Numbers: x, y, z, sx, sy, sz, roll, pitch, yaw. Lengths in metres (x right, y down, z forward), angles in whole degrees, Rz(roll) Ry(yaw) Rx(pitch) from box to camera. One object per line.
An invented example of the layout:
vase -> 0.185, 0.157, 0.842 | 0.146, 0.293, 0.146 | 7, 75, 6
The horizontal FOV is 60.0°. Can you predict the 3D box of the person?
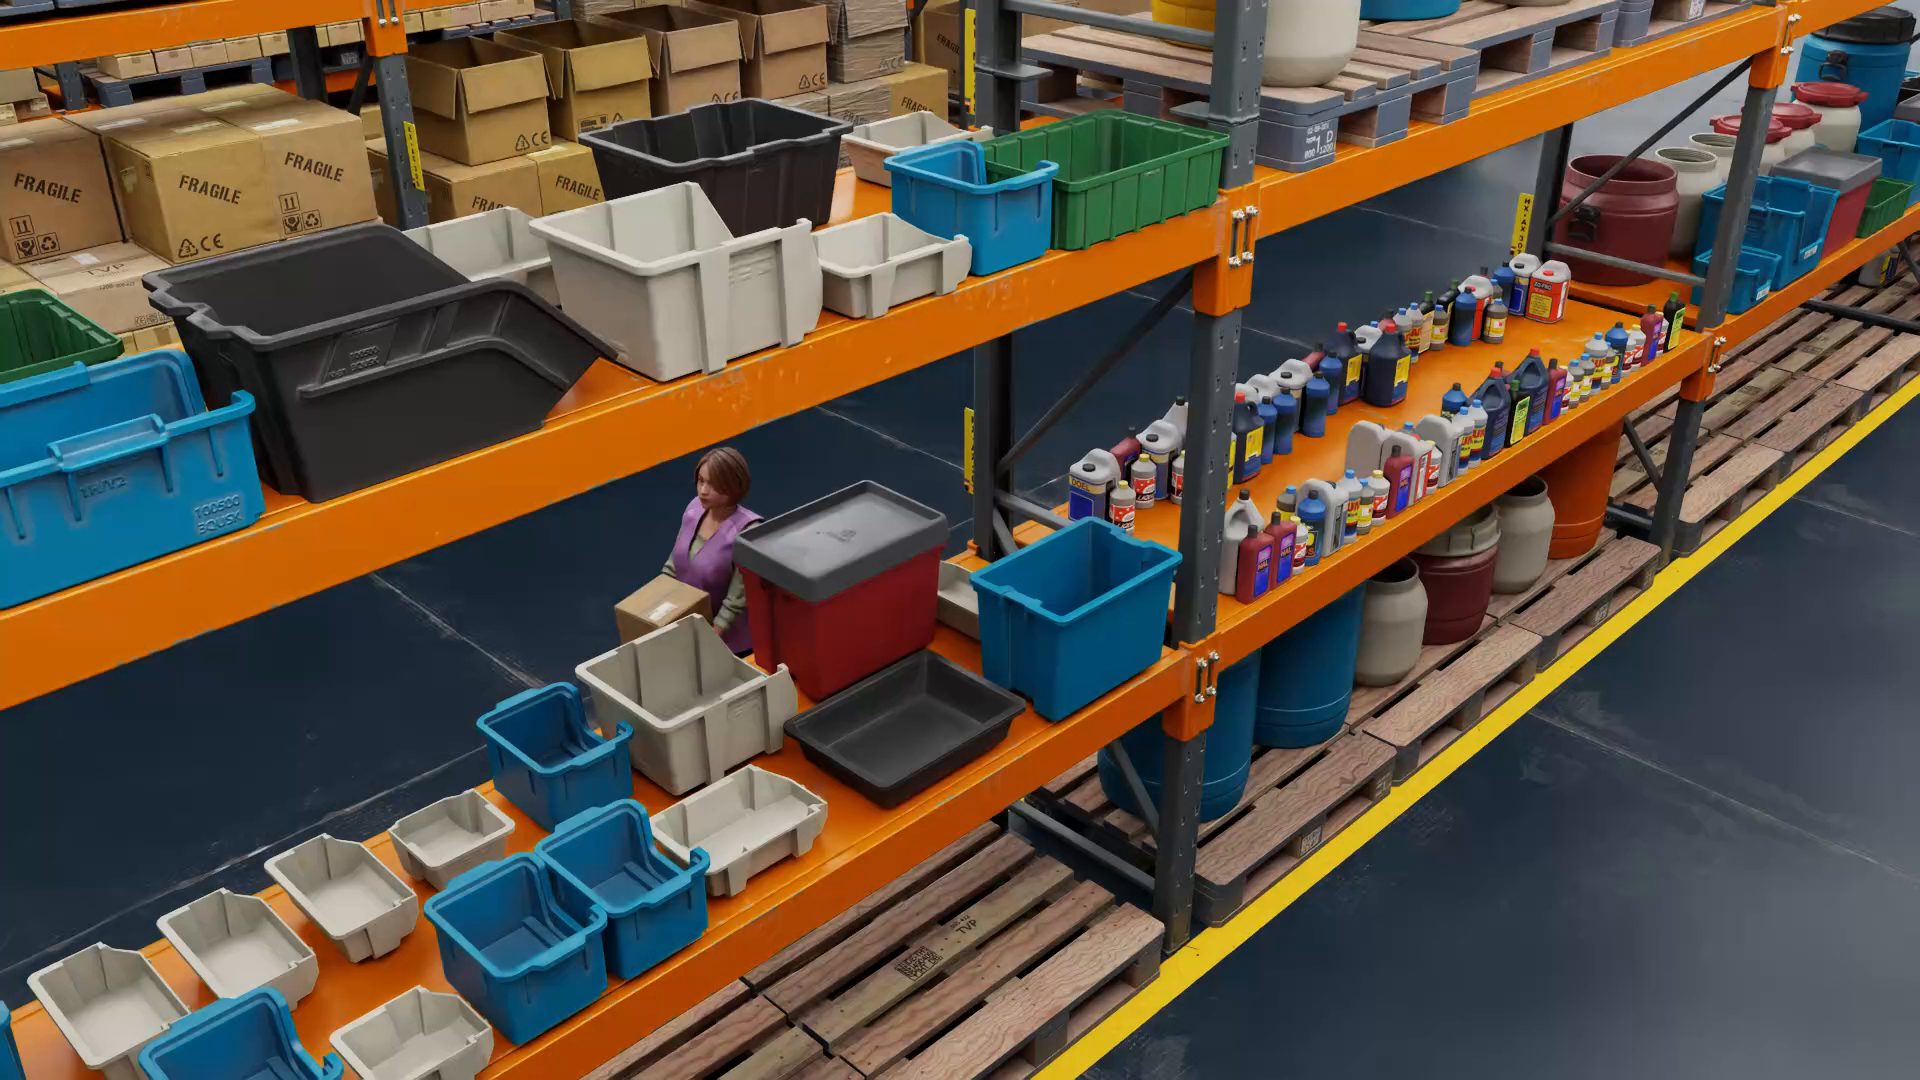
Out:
person -> -0.973, 0.414, 6.364 | 0.408, 1.589, 0.495 | 20, 34, 32
